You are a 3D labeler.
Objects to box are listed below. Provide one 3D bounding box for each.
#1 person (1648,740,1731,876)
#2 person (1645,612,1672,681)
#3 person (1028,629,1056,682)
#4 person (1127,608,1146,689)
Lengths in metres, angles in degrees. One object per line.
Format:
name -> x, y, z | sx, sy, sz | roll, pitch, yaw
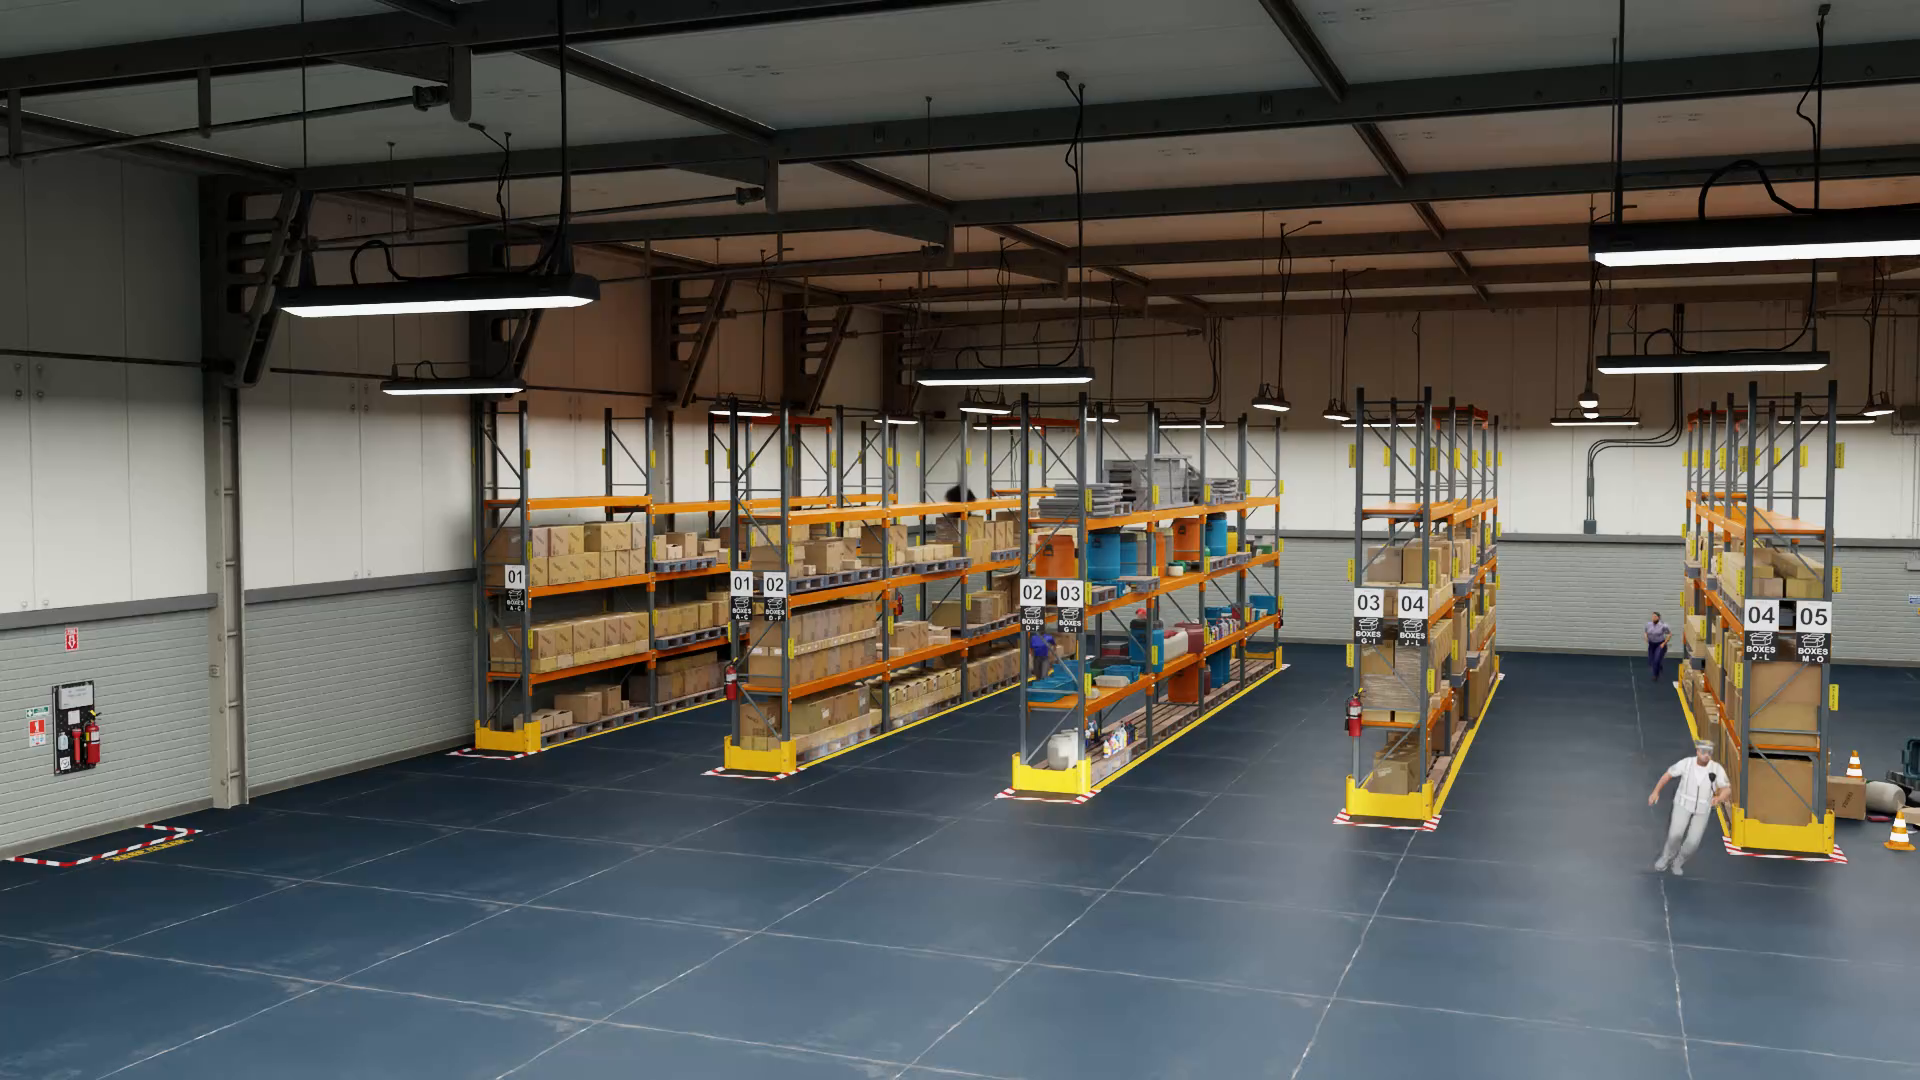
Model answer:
person -> 8.767, 3.222, 19.902 | 0.857, 1.694, 0.672 | 1, 3, 10
person -> 15.808, 2.399, 37.637 | 0.649, 1.570, 0.597 | -3, 4, -44
person -> 1.683, 2.529, 34.101 | 0.553, 1.654, 0.930 | 1, 3, 14
person -> 3.938, 2.355, 36.060 | 0.651, 1.766, 0.772 | 2, 3, 29
